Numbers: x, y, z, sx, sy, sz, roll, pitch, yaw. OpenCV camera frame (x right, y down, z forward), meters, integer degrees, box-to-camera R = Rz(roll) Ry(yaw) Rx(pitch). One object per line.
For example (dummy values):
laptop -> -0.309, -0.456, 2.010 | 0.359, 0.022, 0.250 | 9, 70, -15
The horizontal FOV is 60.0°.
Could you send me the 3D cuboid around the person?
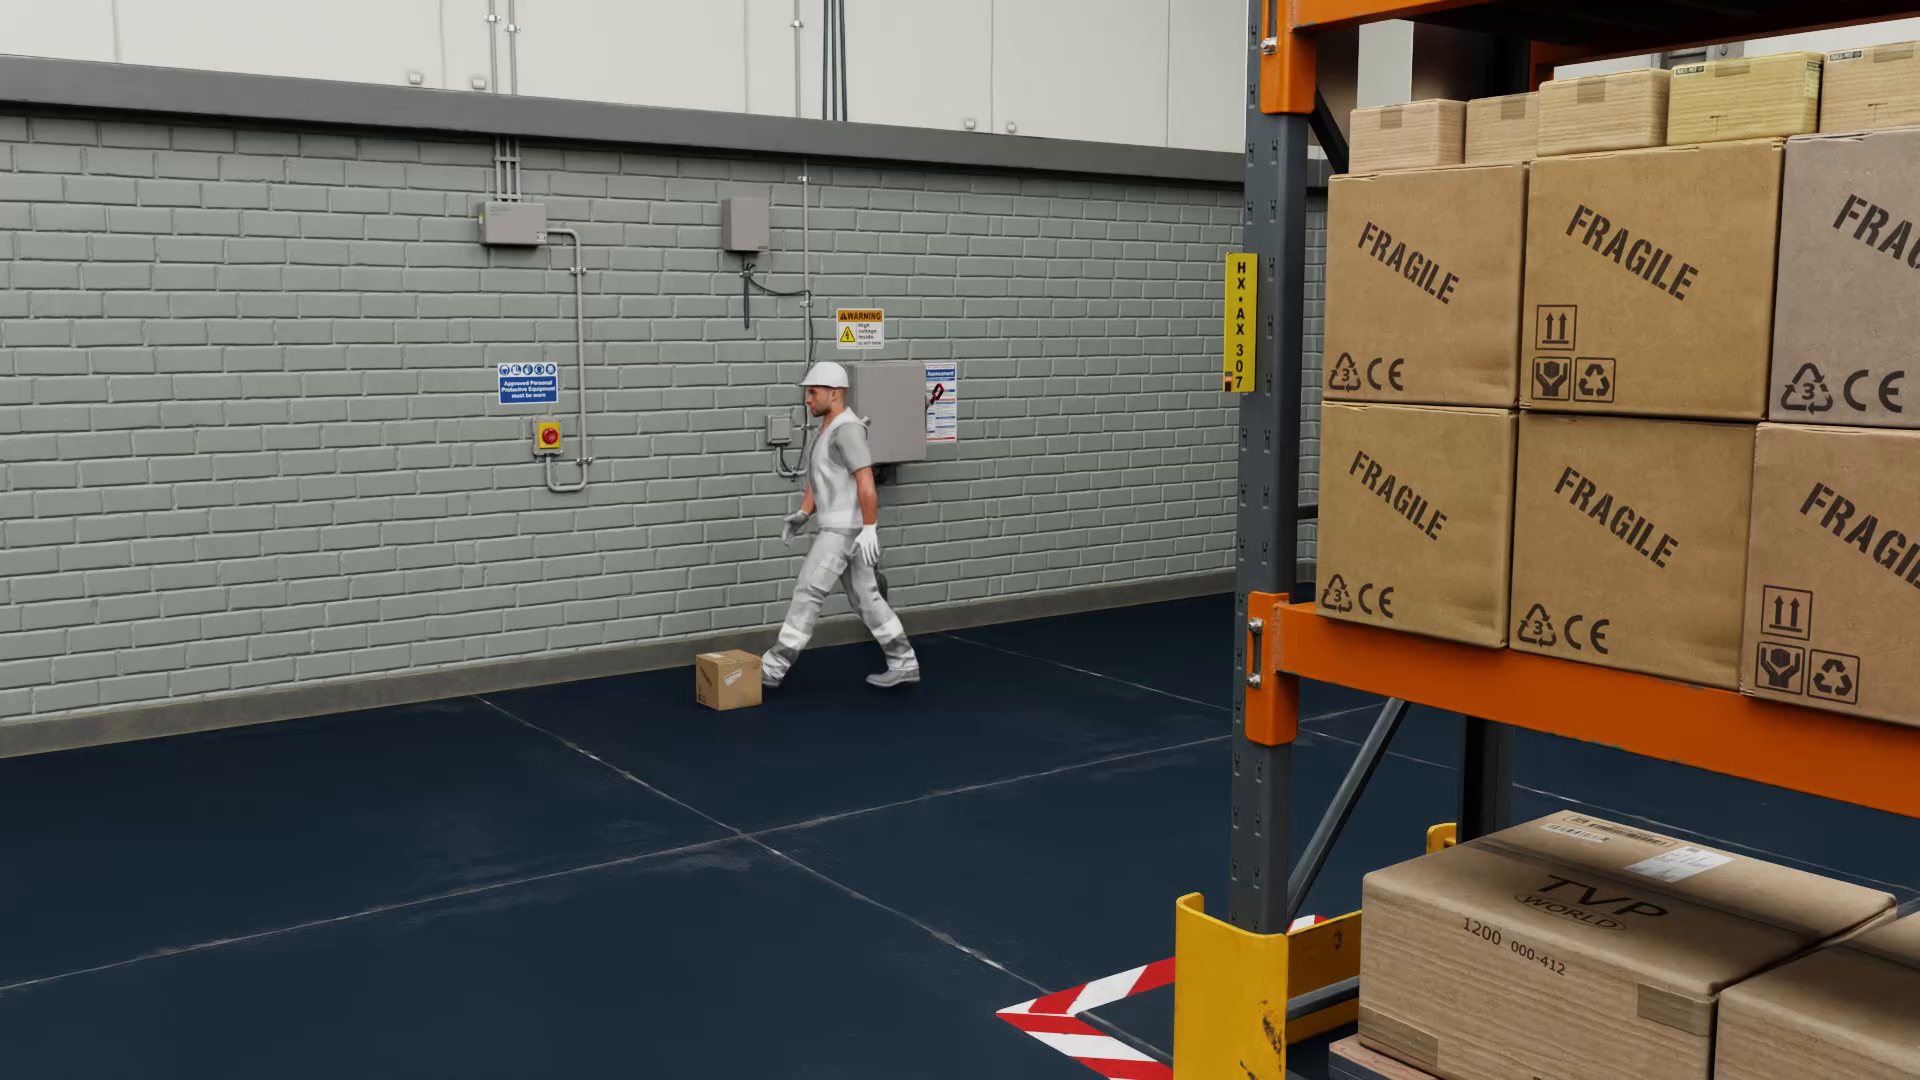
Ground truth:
person -> -0.725, -0.071, 8.691 | 1.041, 1.712, 0.547 | -1, 8, -9
